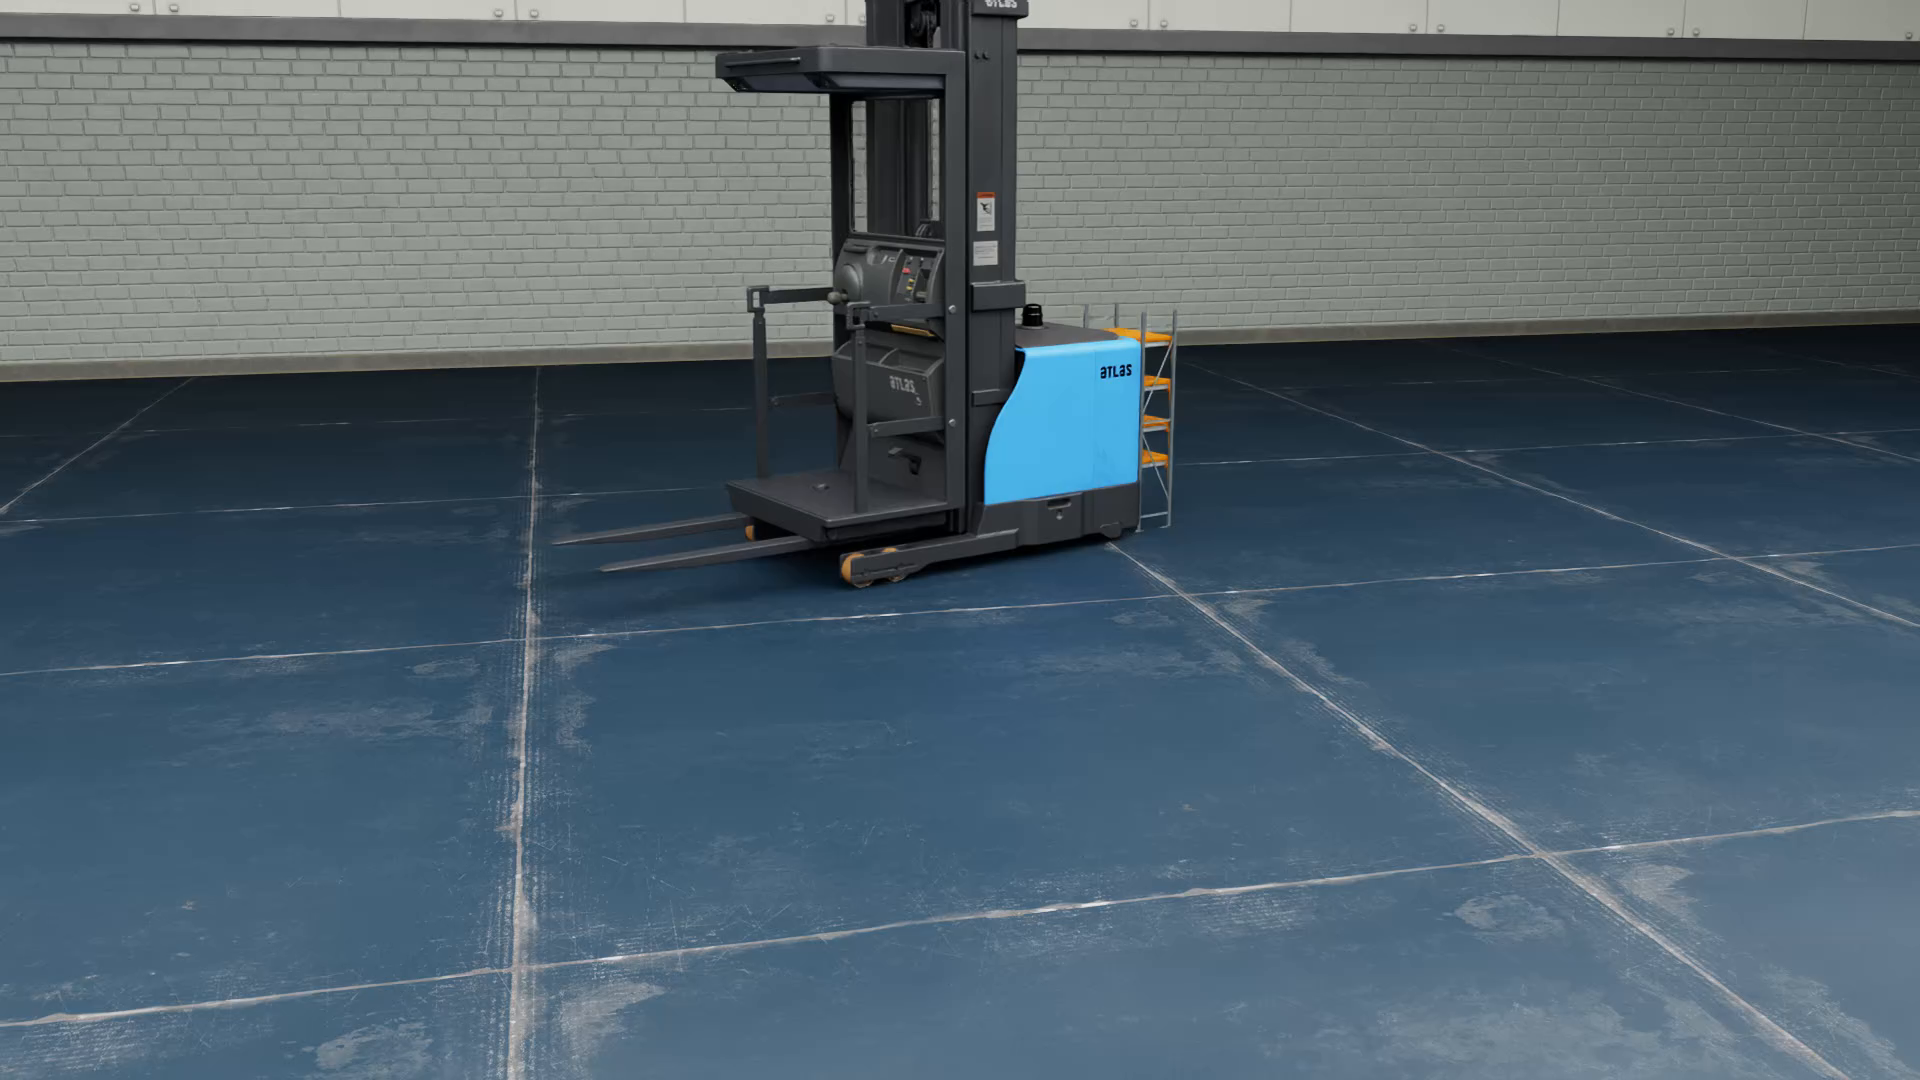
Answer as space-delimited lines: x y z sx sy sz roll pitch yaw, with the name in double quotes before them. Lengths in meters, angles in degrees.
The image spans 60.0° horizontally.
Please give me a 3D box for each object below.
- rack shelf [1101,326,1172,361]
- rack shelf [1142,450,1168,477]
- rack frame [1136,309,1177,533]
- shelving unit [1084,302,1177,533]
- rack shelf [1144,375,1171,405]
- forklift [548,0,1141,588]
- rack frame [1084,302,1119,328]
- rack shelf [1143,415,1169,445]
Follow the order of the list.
"rack shelf" 0.928 -1.070 9.124 0.258 0.148 0.480 -9 16 -33
"rack shelf" 0.927 -0.430 9.279 0.258 0.148 0.480 -9 16 -33
"rack frame" 1.065 -0.641 9.021 0.240 1.200 0.015 -9 16 -33
"shelving unit" 0.927 -0.689 9.216 0.258 1.200 0.503 -9 16 -33
"rack shelf" 0.928 -0.841 9.179 0.258 0.148 0.480 -9 16 -33
"forklift" -0.534 -1.337 8.224 3.031 2.935 1.130 -9 17 -33
"rack frame" 0.789 -0.736 9.412 0.240 1.200 0.015 -9 16 -33
"rack shelf" 0.927 -0.623 9.232 0.258 0.148 0.480 -9 16 -33
